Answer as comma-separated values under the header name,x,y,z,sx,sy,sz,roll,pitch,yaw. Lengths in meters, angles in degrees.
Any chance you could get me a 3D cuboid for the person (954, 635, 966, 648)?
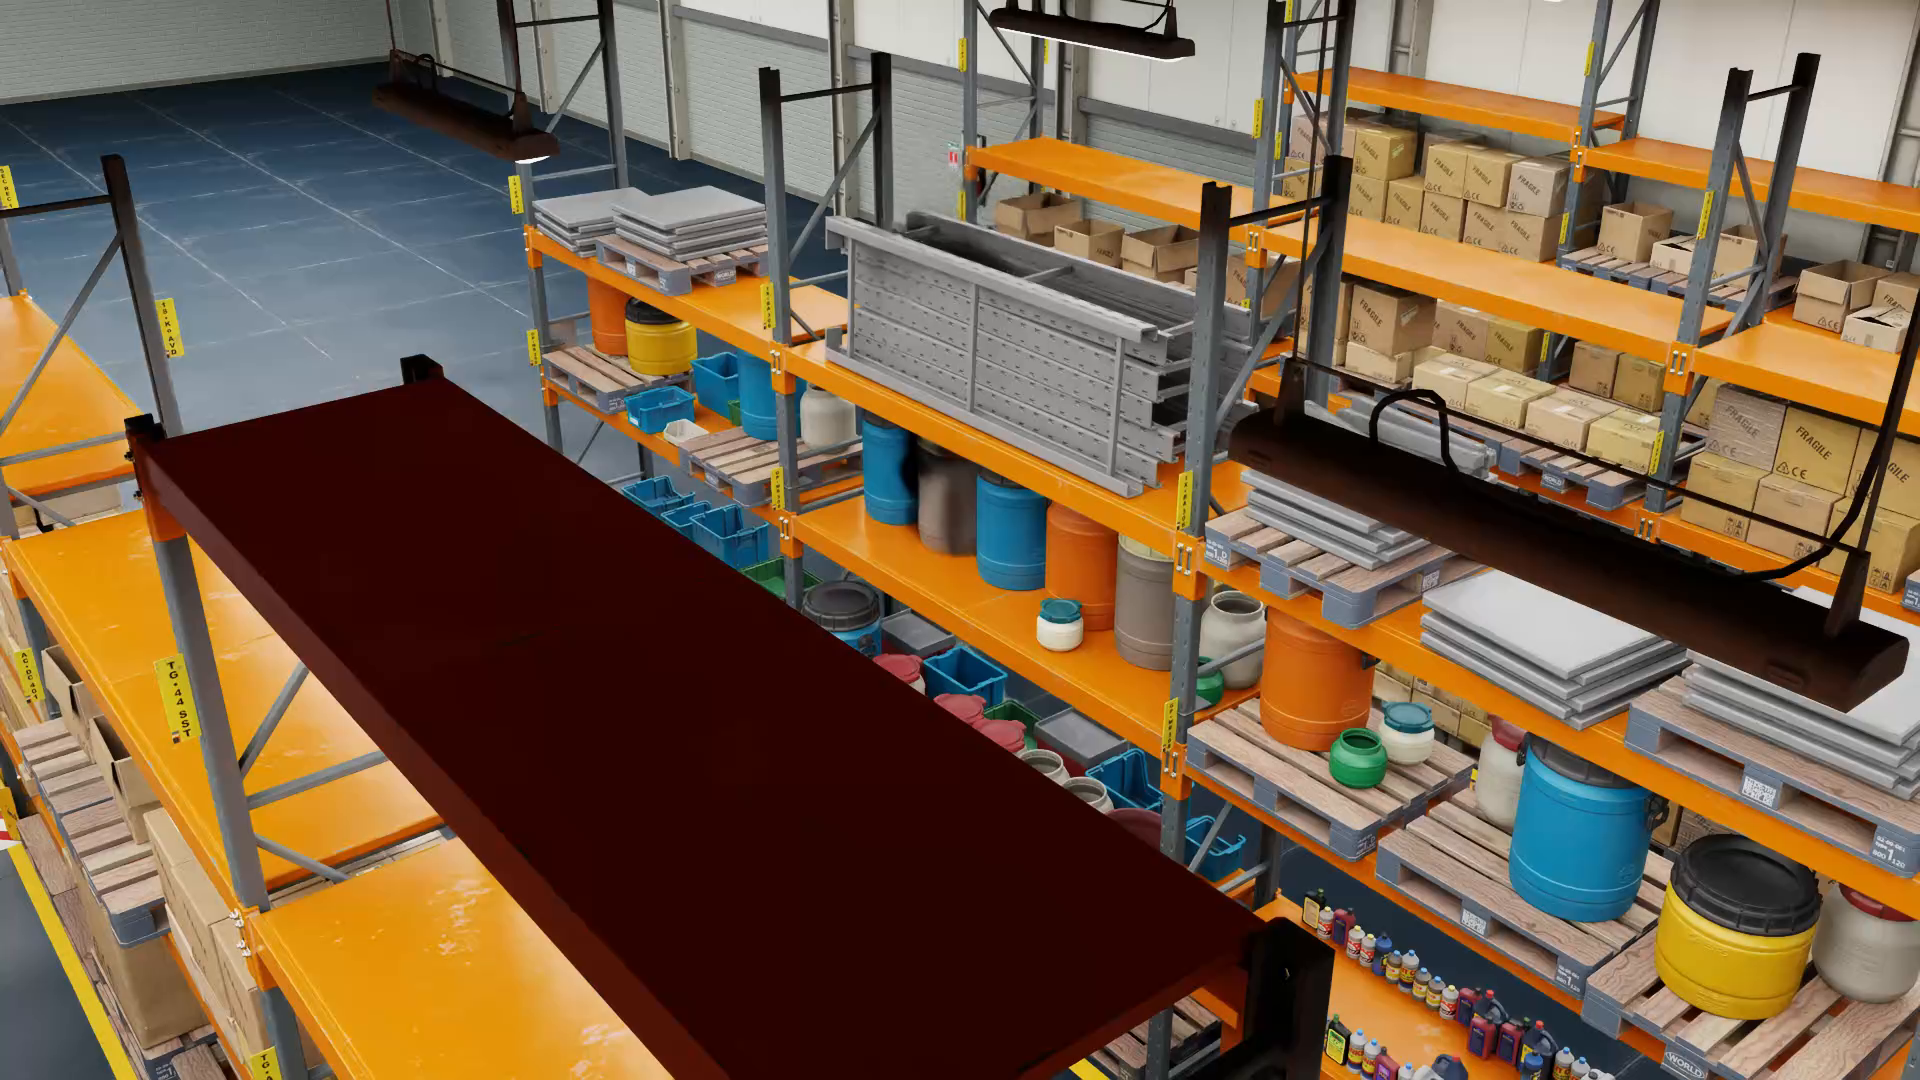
name,x,y,z,sx,sy,sz,roll,pitch,yaw
person,-0.162,0.636,14.871,0.648,1.814,0.931,-23,34,-39
